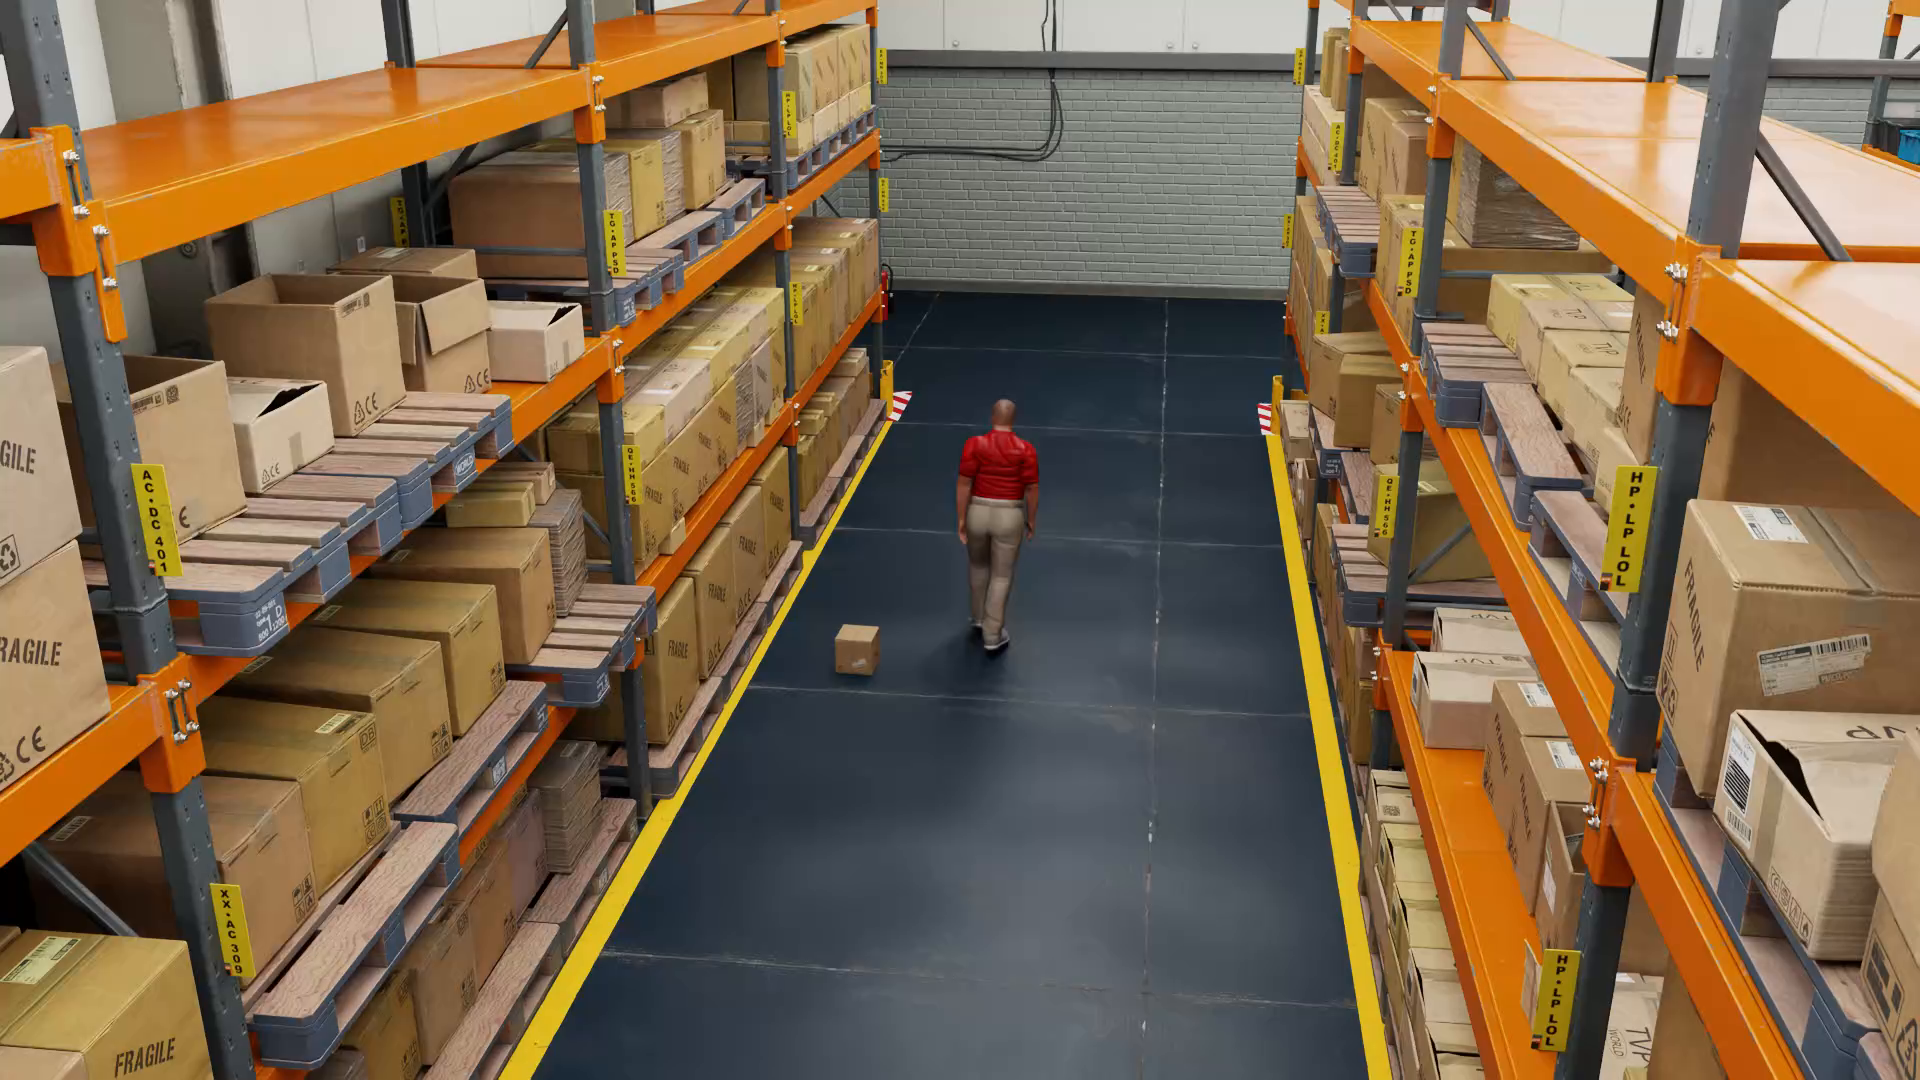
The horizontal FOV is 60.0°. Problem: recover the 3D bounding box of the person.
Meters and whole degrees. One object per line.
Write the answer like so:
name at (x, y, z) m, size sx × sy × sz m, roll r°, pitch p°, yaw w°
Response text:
person at (0.255, -0.096, 11.401) m, size 0.558 × 1.770 × 0.646 m, roll 6°, pitch 22°, yaw 15°
